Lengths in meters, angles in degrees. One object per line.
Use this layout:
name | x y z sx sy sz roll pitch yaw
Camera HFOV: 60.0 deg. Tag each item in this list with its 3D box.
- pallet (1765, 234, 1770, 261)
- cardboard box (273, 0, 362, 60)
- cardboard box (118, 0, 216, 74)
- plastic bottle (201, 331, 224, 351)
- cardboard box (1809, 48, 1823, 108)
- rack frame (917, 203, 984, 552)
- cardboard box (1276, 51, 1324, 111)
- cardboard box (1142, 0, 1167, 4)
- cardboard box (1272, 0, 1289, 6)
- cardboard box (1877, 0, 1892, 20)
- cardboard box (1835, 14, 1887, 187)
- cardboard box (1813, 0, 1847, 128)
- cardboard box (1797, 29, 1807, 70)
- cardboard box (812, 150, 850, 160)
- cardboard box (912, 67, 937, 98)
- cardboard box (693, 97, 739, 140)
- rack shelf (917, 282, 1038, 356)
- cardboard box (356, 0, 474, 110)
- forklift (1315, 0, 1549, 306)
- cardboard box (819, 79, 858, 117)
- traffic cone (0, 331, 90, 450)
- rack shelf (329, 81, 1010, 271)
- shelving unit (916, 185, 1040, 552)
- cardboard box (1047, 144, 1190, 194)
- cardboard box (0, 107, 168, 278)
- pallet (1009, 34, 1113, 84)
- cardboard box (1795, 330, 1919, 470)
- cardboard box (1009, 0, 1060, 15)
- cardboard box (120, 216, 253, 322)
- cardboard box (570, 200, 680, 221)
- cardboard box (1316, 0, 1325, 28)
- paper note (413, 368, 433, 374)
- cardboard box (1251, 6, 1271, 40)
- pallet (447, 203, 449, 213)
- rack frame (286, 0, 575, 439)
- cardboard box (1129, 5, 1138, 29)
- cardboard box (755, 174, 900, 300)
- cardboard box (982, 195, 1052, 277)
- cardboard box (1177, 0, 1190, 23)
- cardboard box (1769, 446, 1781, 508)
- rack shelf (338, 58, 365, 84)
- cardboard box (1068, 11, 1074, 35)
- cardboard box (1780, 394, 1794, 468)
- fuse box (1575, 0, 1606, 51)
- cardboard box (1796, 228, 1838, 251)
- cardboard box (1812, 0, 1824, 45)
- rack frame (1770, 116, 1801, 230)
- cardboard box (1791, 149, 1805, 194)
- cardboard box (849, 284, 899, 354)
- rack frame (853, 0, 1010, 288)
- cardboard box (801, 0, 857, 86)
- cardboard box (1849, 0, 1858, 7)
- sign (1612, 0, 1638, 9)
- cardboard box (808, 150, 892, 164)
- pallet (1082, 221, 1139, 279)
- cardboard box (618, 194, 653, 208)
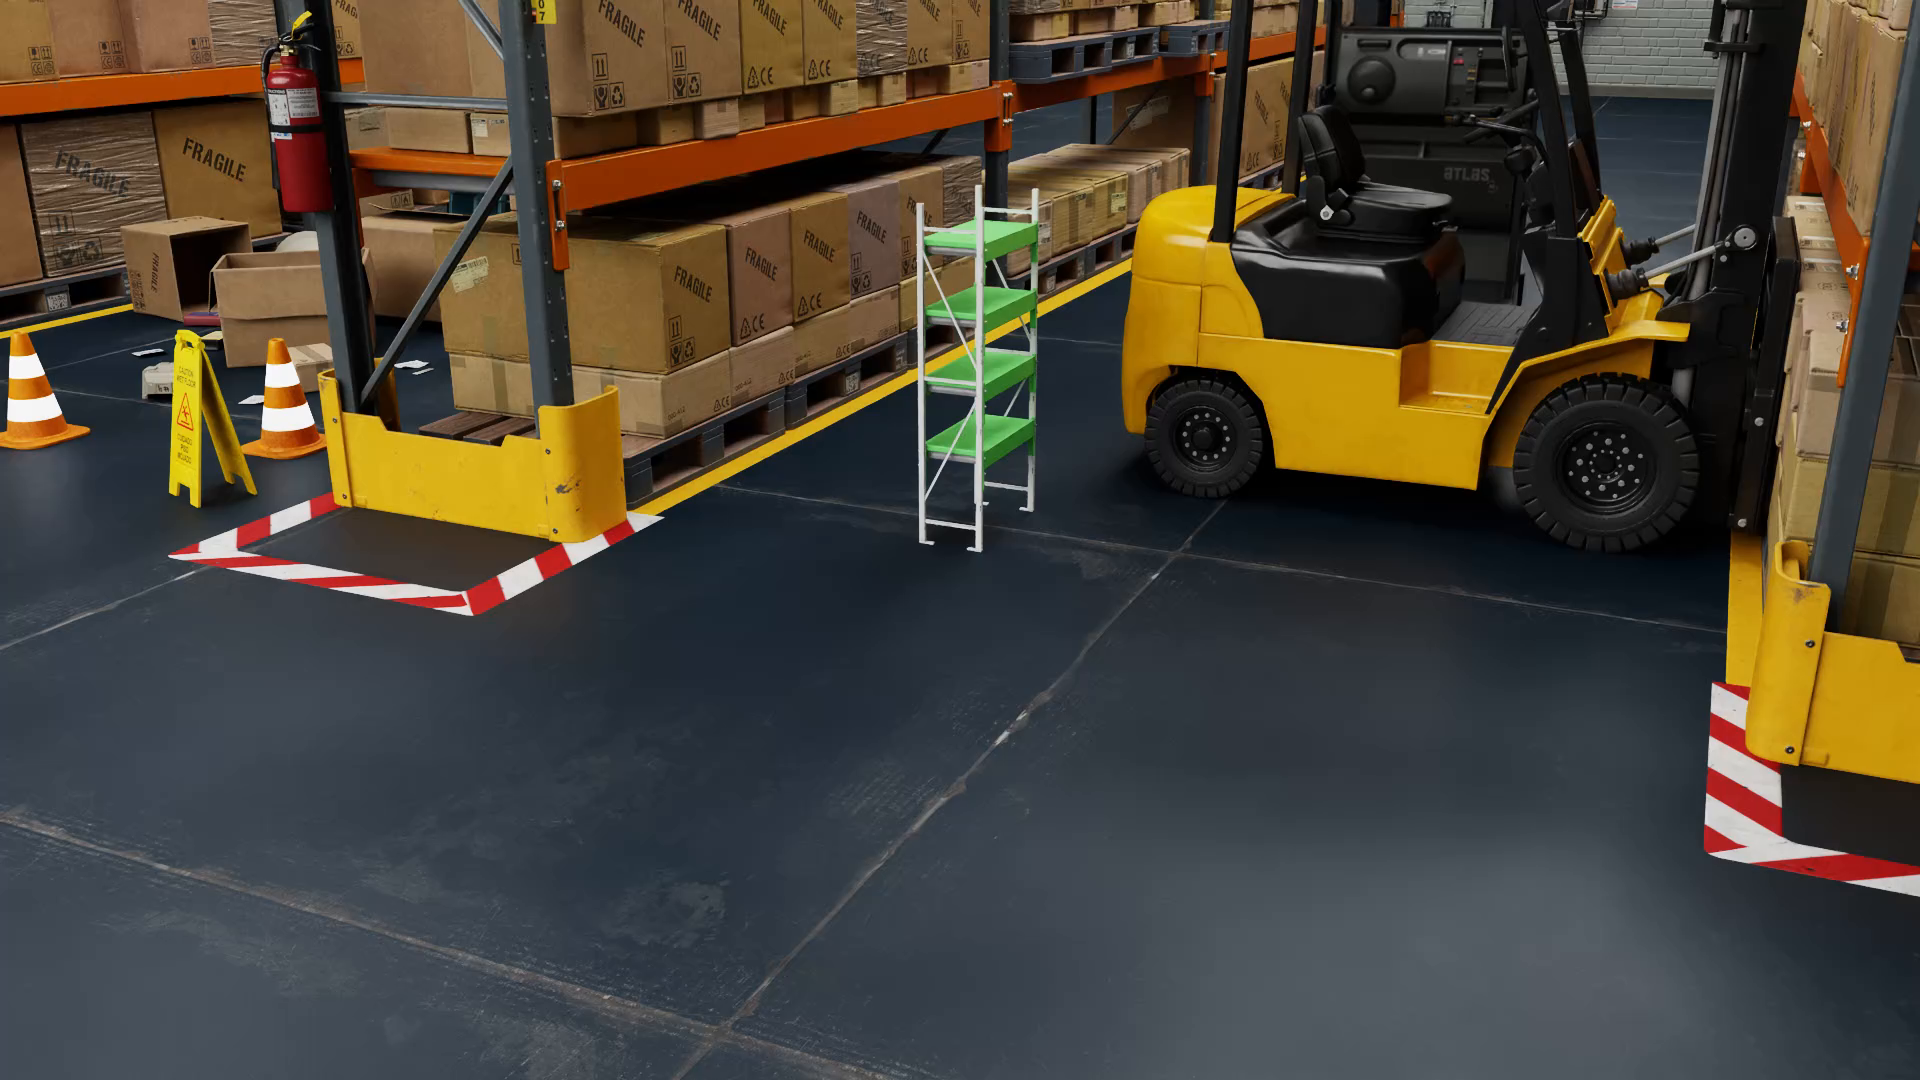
pallet | 5.582 -1.709 10.460 1.003 0.211 1.213 9 21 23
cardboard box | -4.310 -3.546 11.313 0.500 0.500 0.500 9 21 23
cardboard box | -5.115 -3.160 10.153 0.875 0.550 0.550 9 21 23
plastic bottle | -3.959 -1.073 8.894 0.133 0.061 0.283 1 20 4
cardboard box | 4.284 -2.166 7.806 0.500 0.250 0.500 9 22 24
rack frame | -0.032 -0.541 5.700 0.240 1.200 0.015 9 21 23
cardboard box | 2.882 -4.168 15.757 0.875 0.875 0.875 9 22 24
cardboard box | 1.085 -3.843 11.079 0.500 0.500 0.500 7 21 19
cardboard box | 2.505 -4.697 14.177 0.500 0.250 0.500 9 21 24
cardboard box | 2.983 -1.636 4.976 0.380 0.149 0.250 8 21 21
cardboard box | 3.071 -1.371 5.199 0.500 0.500 0.500 8 21 22
cardboard box | 3.897 -1.994 6.949 0.500 0.500 0.500 8 21 21
cardboard box | 5.340 -2.943 9.993 0.500 0.250 0.500 8 21 22
cardboard box | -0.807 -2.114 8.827 0.380 0.149 0.250 9 21 23
cardboard box | -0.341 -2.322 8.395 0.380 0.149 0.250 9 21 23
cardboard box | -1.104 -1.681 6.594 0.380 0.149 0.250 9 21 24
rack shelf | 0.068 -0.782 5.851 0.258 0.148 0.480 9 21 23
cardboard box | -1.880 -1.895 6.226 0.500 0.500 0.500 8 21 22
forklift | 2.339 -2.380 8.286 1.130 2.935 3.031 7 21 18
cardboard box | -0.684 -1.999 7.489 0.380 0.149 0.250 9 21 23
traffic cone | -4.004 -0.665 7.149 0.336 0.463 0.334 9 21 23
rack shelf | -1.032 -1.776 7.560 1.077 0.370 4.000 9 21 23
shelving unit | 0.068 -0.616 5.910 0.258 1.200 0.503 9 21 23
cardboard box | 1.184 -2.738 12.485 0.950 0.372 0.625 7 21 19
cardboard box | -5.458 -2.113 9.977 0.875 0.875 0.875 9 21 23
pallet | 0.232 -2.850 9.791 1.003 0.211 1.213 9 21 23
cardboard box | 2.583 -0.381 4.547 0.500 0.250 0.500 9 22 25
cardboard box | 0.240 -3.215 9.314 0.500 0.500 0.500 9 22 24
cardboard box | -4.470 -1.583 9.670 0.500 0.500 0.500 13 23 32
cardboard box | -1.550 -1.200 7.224 0.500 0.500 0.500 9 22 25
cardboard box | 3.109 -4.930 15.577 0.500 0.250 0.500 8 21 21
paper note | -2.688 -0.845 8.331 0.032 0.001 0.123 9 21 23
cardboard box | 2.269 -4.313 13.842 0.500 0.250 0.500 9 22 24
pallet | -4.025 -2.681 13.193 1.003 0.211 1.213 9 21 23
rack frame | -1.851 -1.504 5.720 1.000 3.000 0.127 9 21 23
cardboard box | 0.943 -3.412 10.834 0.380 0.149 0.250 8 21 21
cardboard box | -0.625 -1.453 7.934 0.500 0.500 0.500 10 22 26
cardboard box | -0.001 -1.847 9.980 0.950 0.372 0.625 9 21 23
cardboard box | 1.399 -3.721 11.704 0.380 0.149 0.250 8 21 22
cardboard box | 3.008 -0.215 5.575 0.500 0.250 0.500 9 21 23
rack shelf | -3.952 -3.647 12.821 1.077 0.370 4.000 9 21 23
cardboard box | 0.458 -3.104 9.968 0.380 0.149 0.250 10 22 26
cardboard box | 2.808 -0.305 5.081 0.500 0.250 0.500 8 21 22
fuse box | 8.845 -7.182 23.609 0.539 1.711 0.414 9 21 23
cardboard box | 3.421 -1.006 6.307 0.500 0.250 0.500 9 22 25
cardboard box | 4.489 -2.555 8.154 0.500 0.250 0.500 8 21 21
rack frame | 5.955 -3.269 10.685 1.000 3.000 0.127 9 21 23
cardboard box | 5.426 -1.959 9.917 0.875 0.625 0.625 9 22 24
cardboard box | -0.631 -1.092 8.040 0.500 0.250 0.500 9 21 24
rack frame | -0.213 -2.726 9.158 1.000 3.000 0.127 9 21 23
cardboard box | -0.787 -2.269 7.279 0.500 0.500 0.500 8 21 22
cardboard box | 3.483 -2.030 6.082 0.380 0.149 0.250 8 21 22
sign | 9.381 -7.740 23.397 0.329 0.494 0.001 9 21 23
cardboard box | -0.701 -1.839 9.020 0.500 0.500 0.500 10 22 25
pallet | 0.602 -2.025 11.348 1.003 0.211 1.213 9 21 23
cardboard box | -1.566 -1.543 7.222 0.380 0.149 0.250 9 21 24
